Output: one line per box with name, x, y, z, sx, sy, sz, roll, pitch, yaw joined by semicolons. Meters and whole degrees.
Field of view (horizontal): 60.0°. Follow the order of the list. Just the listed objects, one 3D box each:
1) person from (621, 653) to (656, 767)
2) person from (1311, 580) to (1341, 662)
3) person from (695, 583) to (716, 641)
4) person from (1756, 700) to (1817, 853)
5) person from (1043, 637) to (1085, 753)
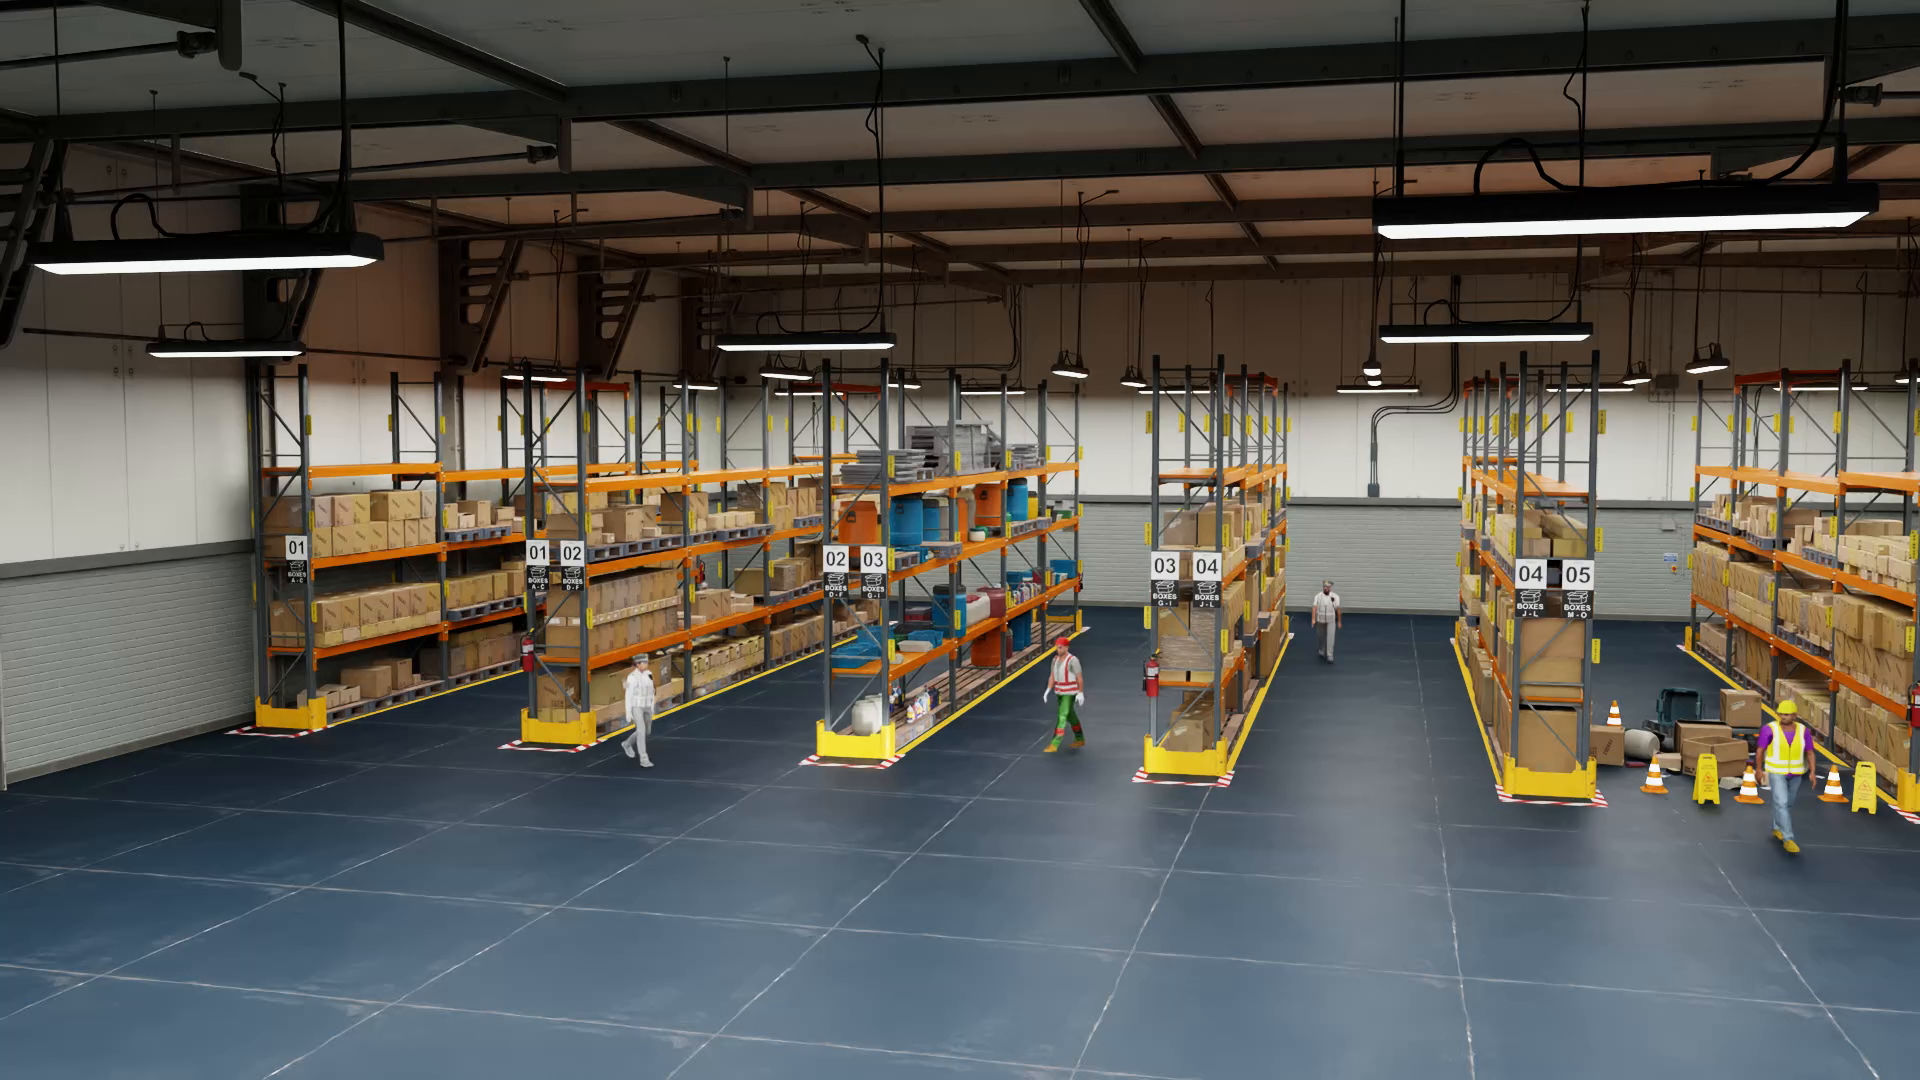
person;-4.736;2.479;24.583;0.848;1.634;0.526;3;5;36
person;7.787;1.698;35.348;0.637;1.709;1.099;1;4;12
person;-5.477;1.715;35.800;0.569;1.605;1.022;1;4;12
person;9.786;2.757;19.638;0.591;1.722;0.954;0;4;6
person;1.554;2.348;25.438;0.993;1.735;0.563;-3;5;-35
